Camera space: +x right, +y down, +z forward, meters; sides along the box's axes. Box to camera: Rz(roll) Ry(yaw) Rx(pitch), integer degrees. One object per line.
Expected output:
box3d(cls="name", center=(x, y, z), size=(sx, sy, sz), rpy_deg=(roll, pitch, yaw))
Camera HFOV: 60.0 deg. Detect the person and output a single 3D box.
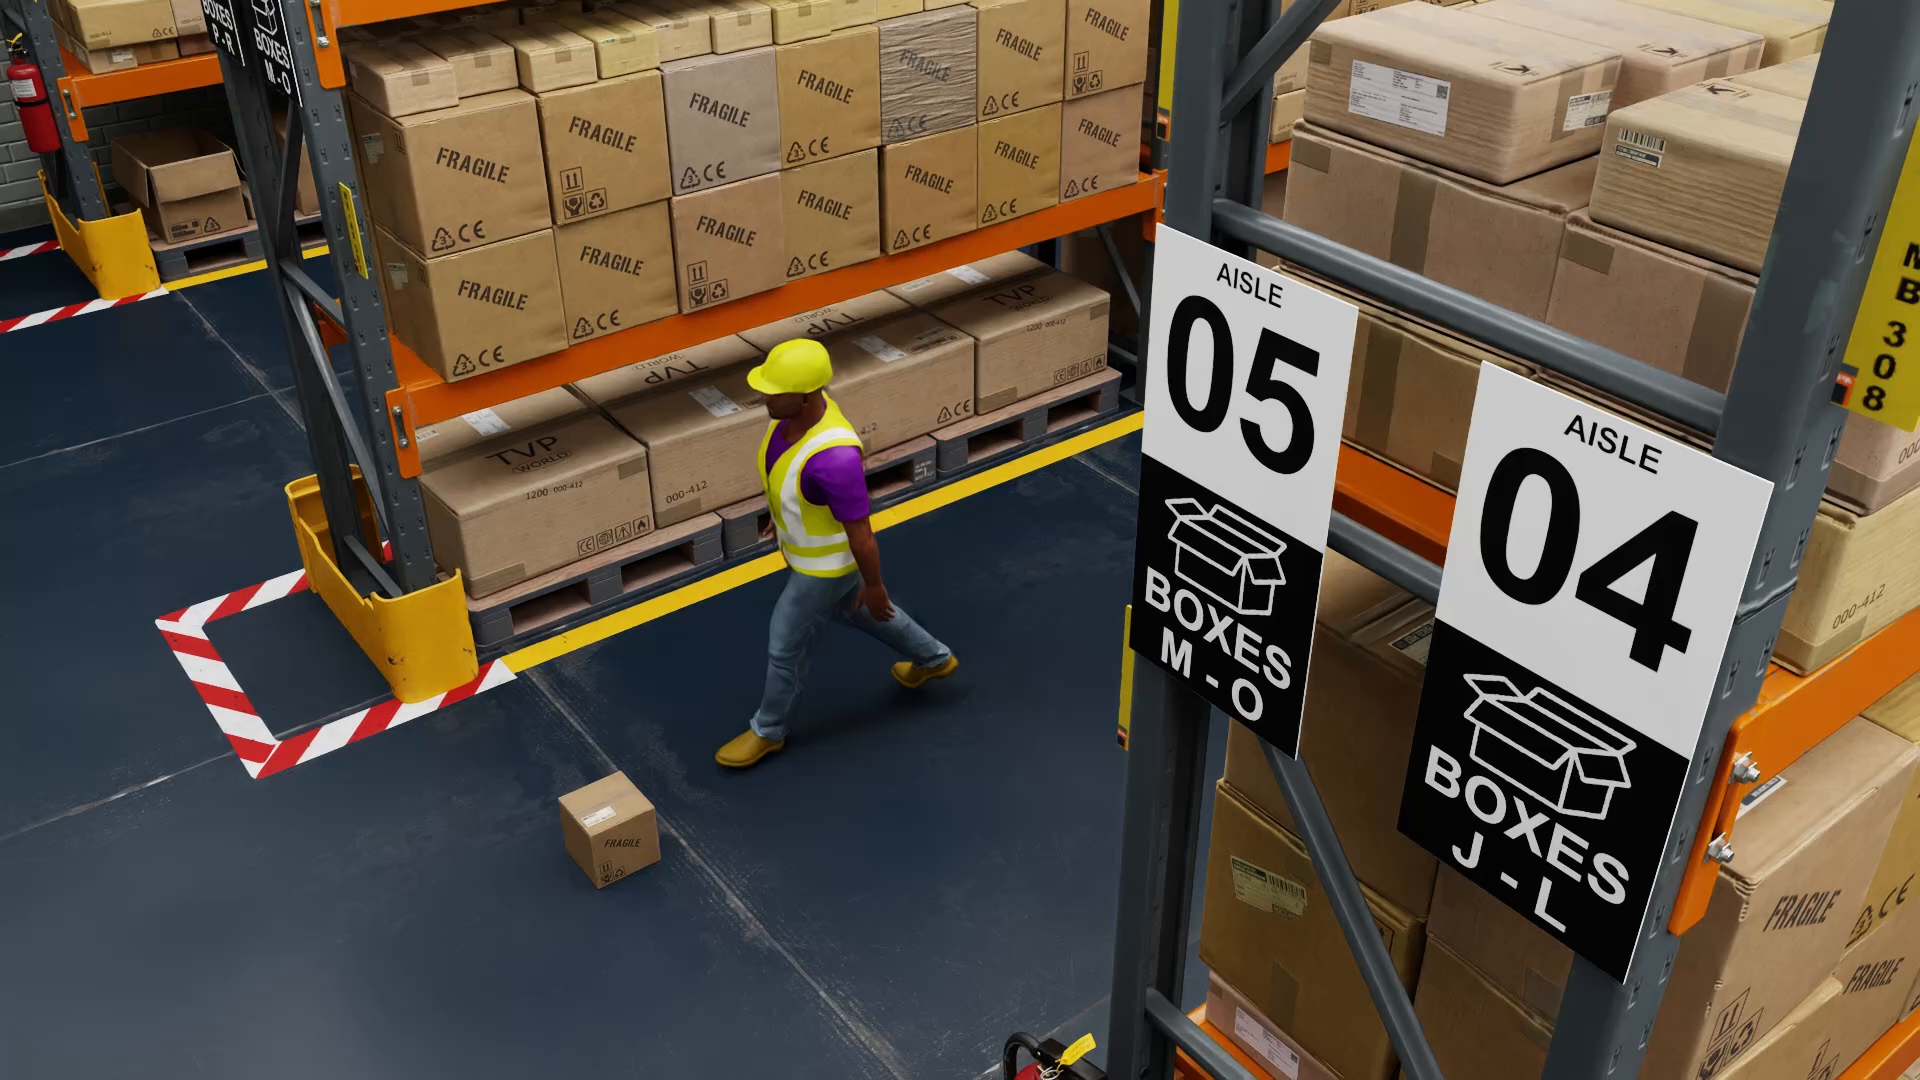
box3d(cls="person", center=(-0.485, 0.005, 6.121), size=(1.029, 1.727, 0.682), rpy_deg=(-12, 34, -19))
